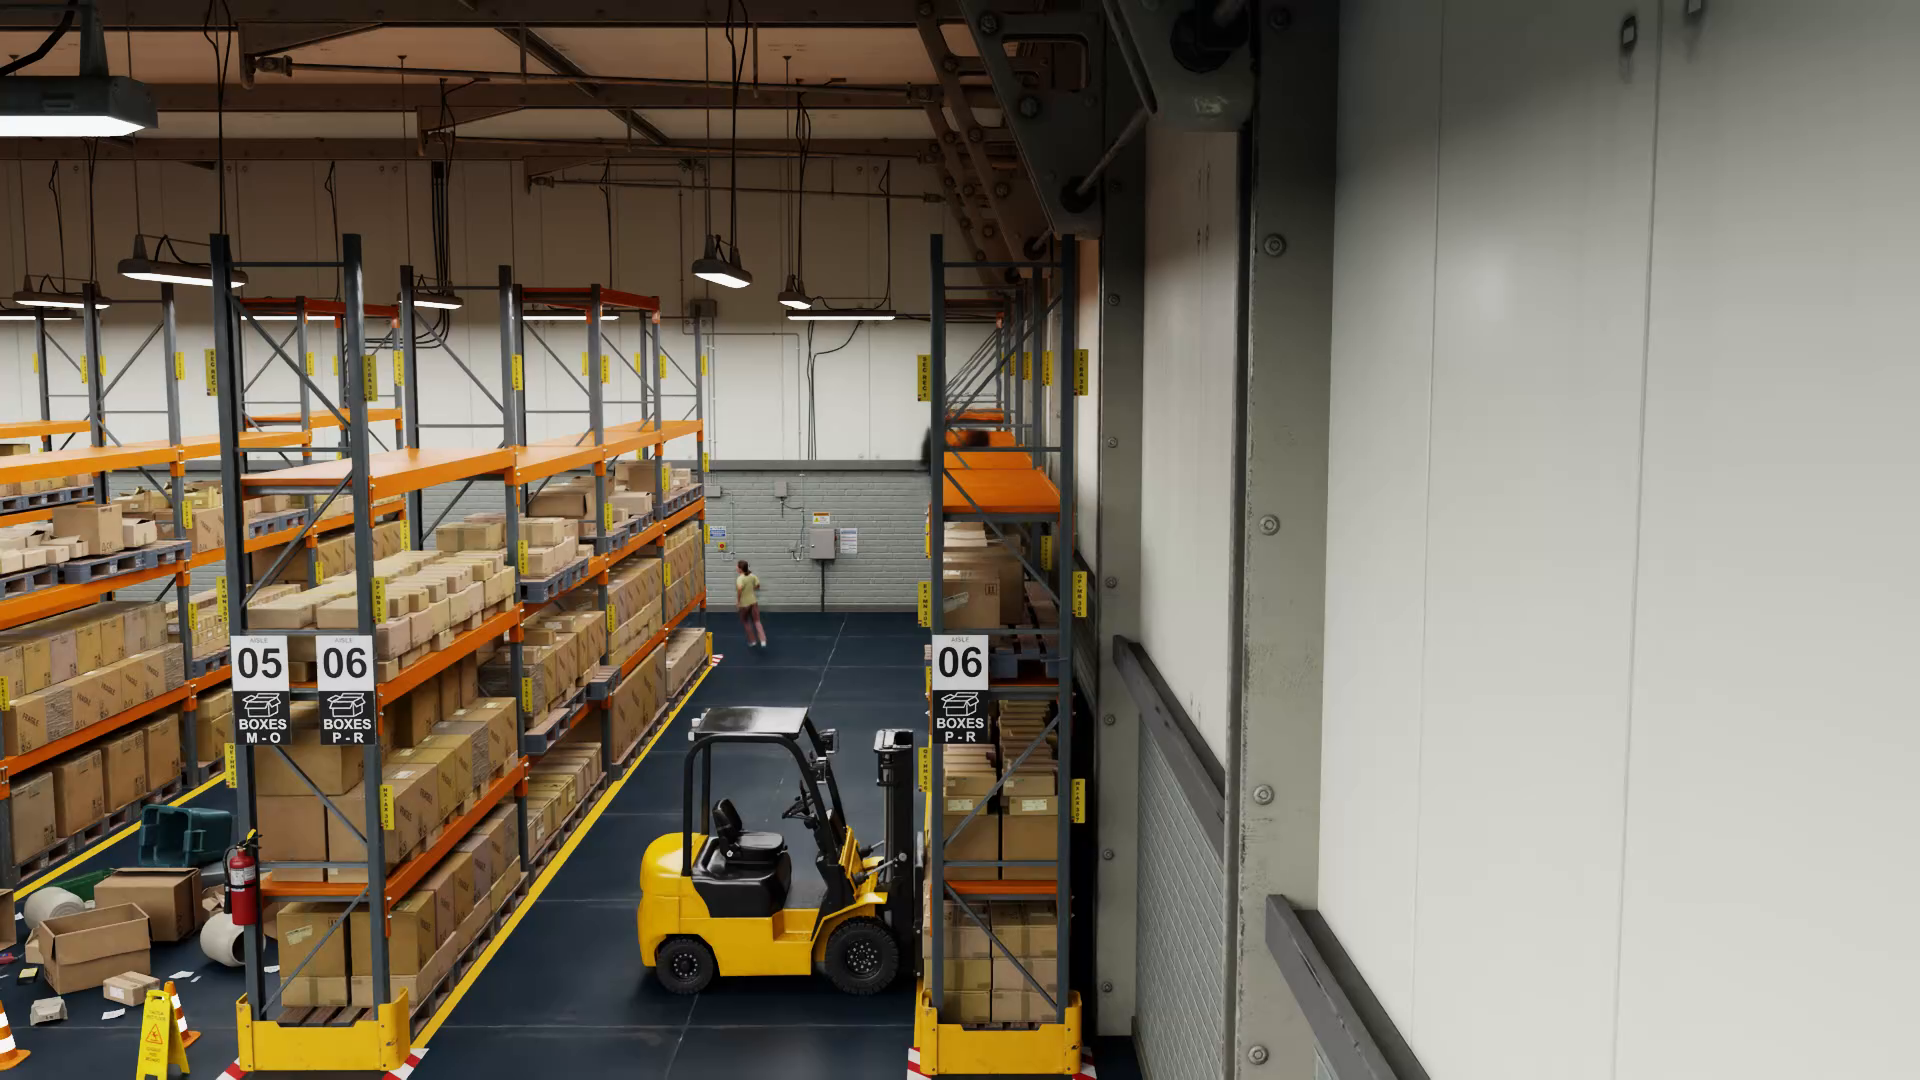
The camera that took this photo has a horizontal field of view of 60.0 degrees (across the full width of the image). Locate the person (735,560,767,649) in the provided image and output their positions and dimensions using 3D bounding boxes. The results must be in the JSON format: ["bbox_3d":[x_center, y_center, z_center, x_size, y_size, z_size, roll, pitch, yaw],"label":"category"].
[{"bbox_3d":[-3.764,1.136,29.141,0.595,1.619,0.849,-4,7,-31],"label":"person"}]
